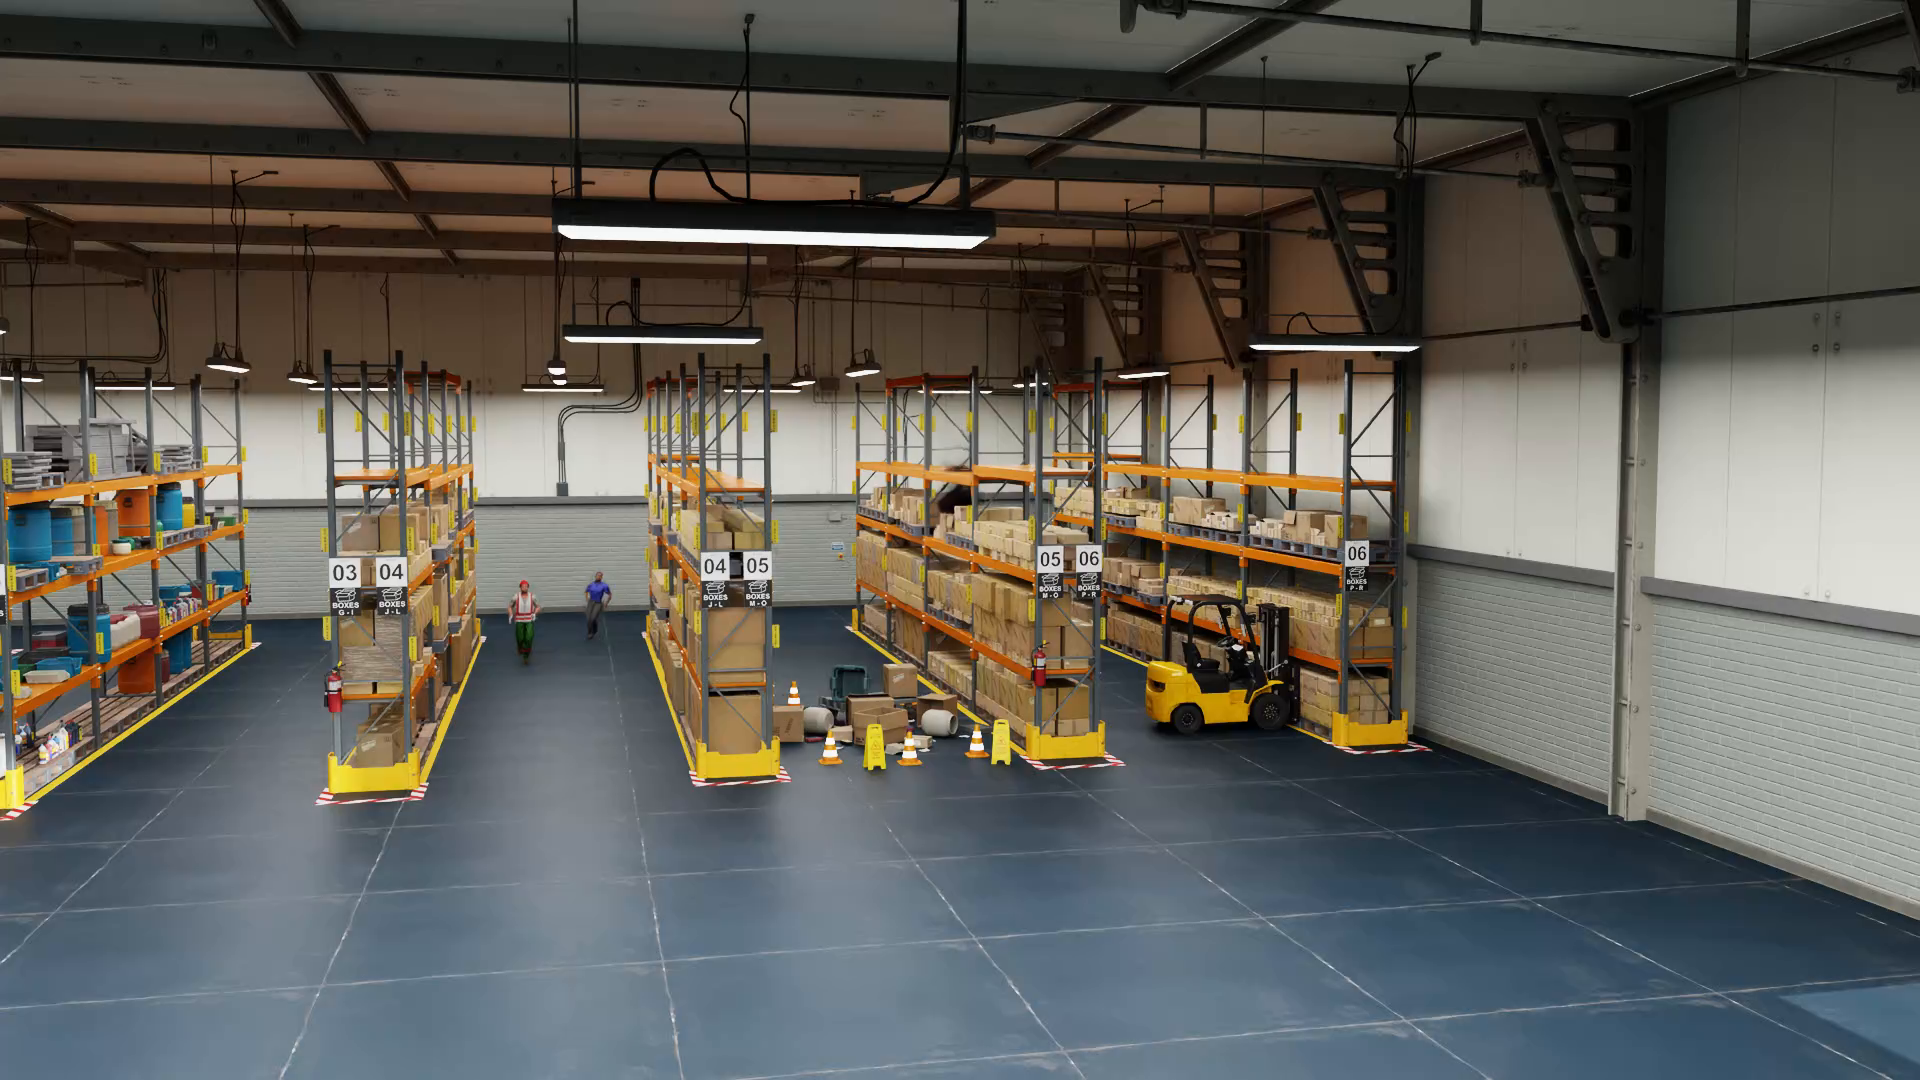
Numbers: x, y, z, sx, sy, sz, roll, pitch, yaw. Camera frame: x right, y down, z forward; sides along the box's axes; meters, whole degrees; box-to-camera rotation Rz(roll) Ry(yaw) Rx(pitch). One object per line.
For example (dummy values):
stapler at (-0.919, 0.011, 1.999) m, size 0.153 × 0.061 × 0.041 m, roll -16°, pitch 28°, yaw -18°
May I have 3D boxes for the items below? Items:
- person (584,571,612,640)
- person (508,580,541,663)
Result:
person at (-8.432, 1.530, 38.525) m, size 0.632 × 1.598 × 0.549 m, roll 0°, pitch 4°, yaw 6°
person at (-9.139, 1.712, 34.919) m, size 0.659 × 1.739 × 0.601 m, roll -1°, pitch 4°, yaw -17°
